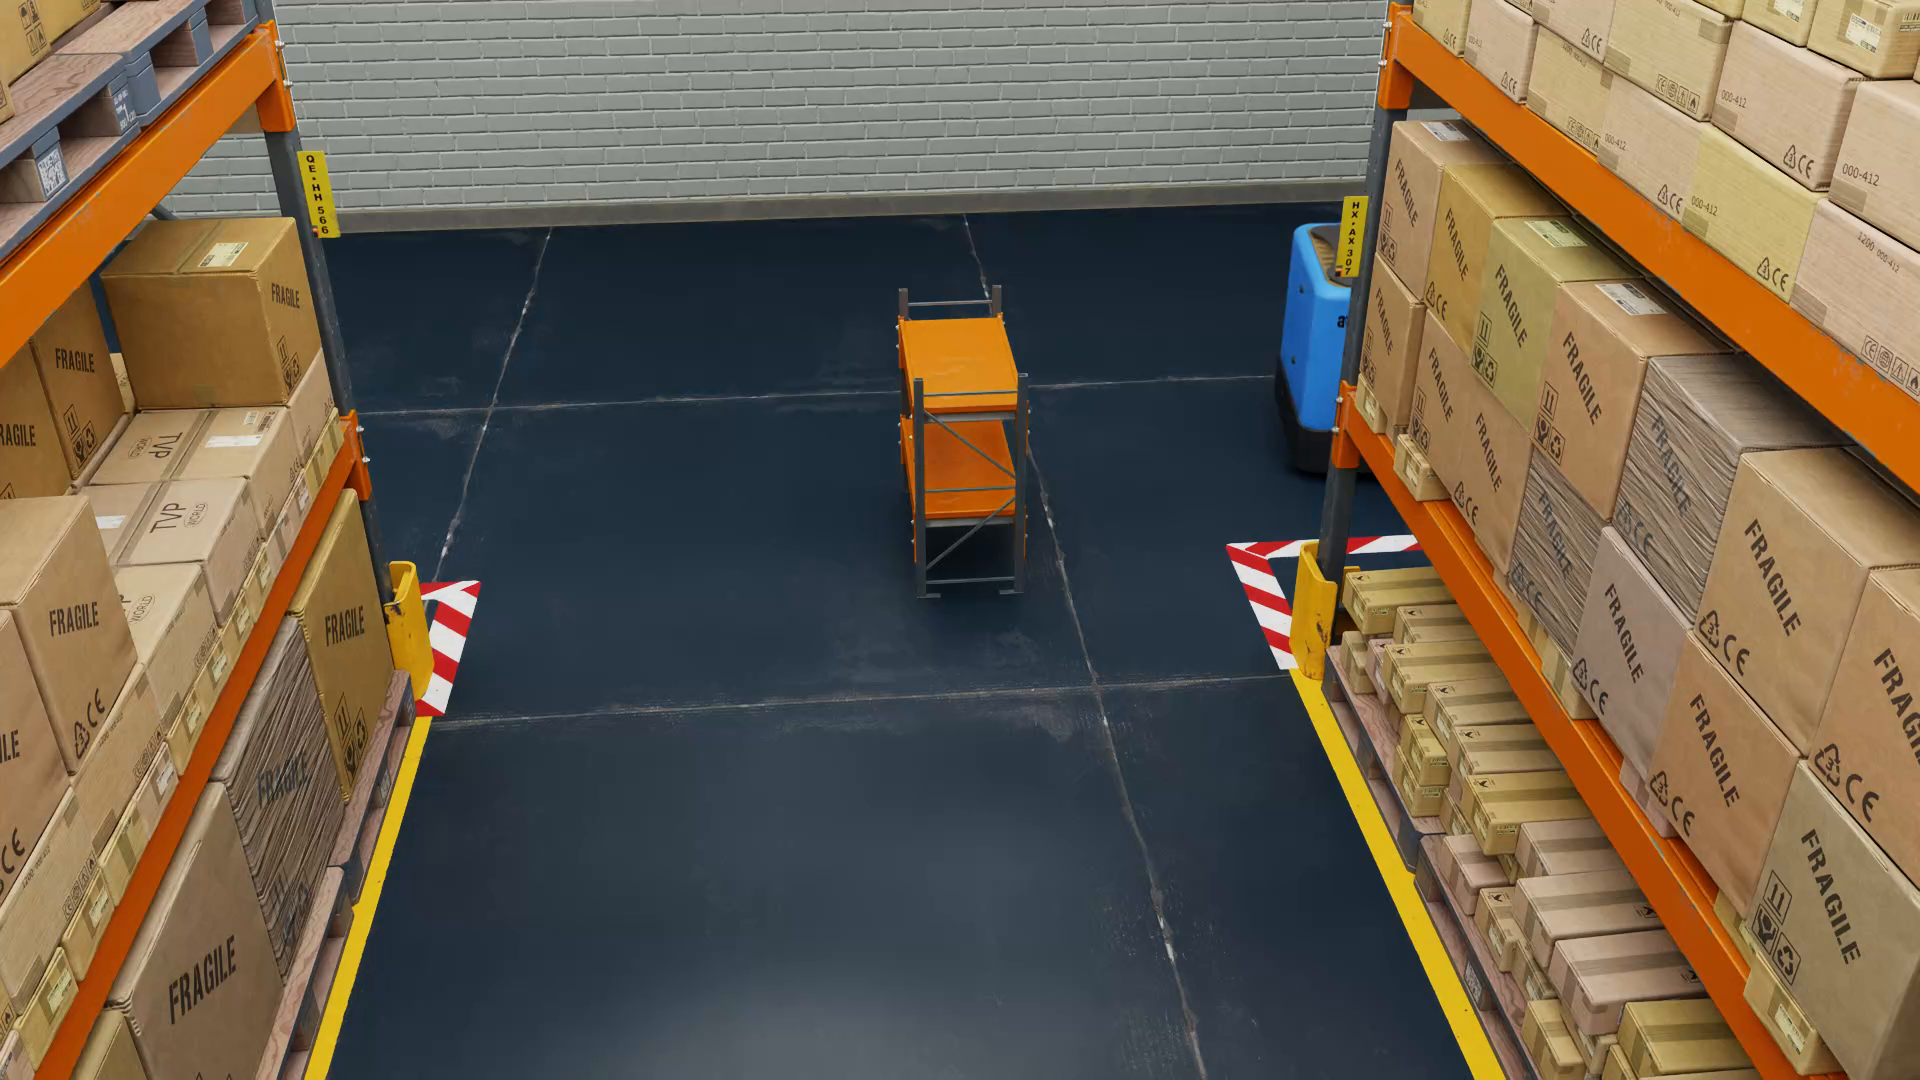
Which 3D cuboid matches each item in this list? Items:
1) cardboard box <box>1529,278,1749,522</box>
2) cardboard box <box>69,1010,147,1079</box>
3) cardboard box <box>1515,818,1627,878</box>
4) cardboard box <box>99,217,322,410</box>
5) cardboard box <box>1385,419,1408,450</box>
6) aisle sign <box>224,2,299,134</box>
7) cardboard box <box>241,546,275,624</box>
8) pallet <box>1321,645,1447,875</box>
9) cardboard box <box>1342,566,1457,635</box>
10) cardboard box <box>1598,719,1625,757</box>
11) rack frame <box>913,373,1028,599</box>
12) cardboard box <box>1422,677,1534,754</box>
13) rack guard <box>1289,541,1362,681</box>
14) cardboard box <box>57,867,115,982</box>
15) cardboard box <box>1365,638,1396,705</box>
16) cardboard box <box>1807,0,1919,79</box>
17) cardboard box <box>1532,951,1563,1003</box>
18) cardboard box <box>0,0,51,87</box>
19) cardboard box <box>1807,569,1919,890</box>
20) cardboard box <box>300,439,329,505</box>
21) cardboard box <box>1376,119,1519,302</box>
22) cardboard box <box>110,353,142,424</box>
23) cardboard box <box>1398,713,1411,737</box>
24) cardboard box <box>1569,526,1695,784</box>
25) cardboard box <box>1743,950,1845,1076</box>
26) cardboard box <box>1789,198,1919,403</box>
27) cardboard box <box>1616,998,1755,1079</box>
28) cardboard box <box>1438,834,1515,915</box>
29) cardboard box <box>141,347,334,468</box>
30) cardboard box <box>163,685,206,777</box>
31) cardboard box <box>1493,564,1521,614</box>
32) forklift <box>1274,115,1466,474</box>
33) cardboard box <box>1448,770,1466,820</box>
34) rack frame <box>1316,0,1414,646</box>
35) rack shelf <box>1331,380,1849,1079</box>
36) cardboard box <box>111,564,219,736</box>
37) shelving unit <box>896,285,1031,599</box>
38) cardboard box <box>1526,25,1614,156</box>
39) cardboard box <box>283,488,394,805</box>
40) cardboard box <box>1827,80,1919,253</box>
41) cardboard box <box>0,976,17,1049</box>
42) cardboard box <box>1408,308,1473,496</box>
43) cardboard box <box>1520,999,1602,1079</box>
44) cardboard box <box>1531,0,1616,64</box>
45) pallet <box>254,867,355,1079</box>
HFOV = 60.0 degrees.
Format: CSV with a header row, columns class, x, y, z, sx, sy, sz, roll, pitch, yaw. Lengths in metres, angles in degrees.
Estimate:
class,x,y,z,sx,sy,sz,roll,pitch,yaw
cardboard box,1.970,-0.403,4.636,0.500,0.500,0.500,-4,31,-6
cardboard box,-2.495,1.791,3.989,0.875,0.875,0.875,-3,31,-5
cardboard box,2.033,1.038,5.377,0.380,0.149,0.250,-3,31,-4
cardboard box,-2.580,-0.792,5.775,0.500,0.500,0.500,-2,31,-4
cardboard box,1.830,-0.412,6.259,0.380,0.149,0.250,-2,31,-3
aisle sign,-2.595,-1.810,5.819,0.394,0.787,0.004,-3,31,-5
cardboard box,-2.429,0.153,5.314,0.380,0.149,0.250,-3,31,-6
pallet,2.109,0.824,6.665,1.003,0.211,1.213,-3,31,-5
cardboard box,1.772,0.243,6.708,0.380,0.149,0.250,-4,31,-7
cardboard box,2.052,0.519,4.701,0.380,0.149,0.250,-3,31,-5
rack frame,0.047,-0.227,7.533,0.500,1.125,0.032,-3,31,-5
cardboard box,1.919,0.636,6.051,0.380,0.149,0.250,-4,31,-7
rack guard,2.068,0.283,7.288,1.175,0.500,0.348,-3,31,-5
cardboard box,-2.286,0.938,4.000,0.380,0.149,0.250,-4,31,-6
cardboard box,1.824,0.510,6.552,0.380,0.149,0.250,-3,31,-5
cardboard box,2.028,-1.074,3.468,0.380,0.149,0.250,-4,31,-7
cardboard box,2.034,1.311,5.211,0.380,0.149,0.250,-4,31,-7
cardboard box,-2.756,-1.379,4.103,0.700,0.500,0.500,-5,31,-8
cardboard box,2.121,0.387,3.315,0.500,0.500,0.500,-4,31,-6
cardboard box,-2.500,-0.236,5.965,0.380,0.149,0.250,-2,31,-4
cardboard box,1.839,-1.187,5.949,0.500,0.500,0.500,-3,31,-5
cardboard box,-3.111,-0.448,5.931,0.500,0.250,0.500,-4,31,-6
cardboard box,1.927,0.754,6.433,0.380,0.149,0.250,-2,31,-4
cardboard box,2.016,0.290,4.451,0.500,0.500,0.500,-3,31,-5
cardboard box,2.042,1.061,3.794,0.380,0.149,0.250,-4,31,-6
cardboard box,2.085,-0.503,3.388,0.500,0.250,0.500,-3,31,-5
cardboard box,2.102,1.441,4.702,0.380,0.149,0.250,-2,31,-3
cardboard box,1.897,1.147,5.775,0.380,0.149,0.250,-4,31,-7
cardboard box,-2.577,-0.471,5.970,0.500,0.250,0.500,-3,31,-5
cardboard box,-2.357,0.545,4.658,0.380,0.149,0.250,-4,31,-6
cardboard box,1.958,0.121,5.367,0.380,0.149,0.250,-3,31,-6
forklift,3.291,-1.787,8.383,3.031,2.935,1.130,1,31,2
cardboard box,1.970,0.898,5.903,0.380,0.149,0.250,-4,31,-7
rack frame,2.061,-0.829,6.712,1.000,3.000,0.127,-3,31,-5
rack shelf,2.248,0.501,5.187,1.077,0.370,4.000,-3,31,-5
cardboard box,-2.430,0.313,4.656,0.500,0.250,0.500,-3,31,-4
shelving unit,-0.001,-0.486,7.967,0.538,1.125,1.048,-3,31,-5
cardboard box,1.954,-1.279,4.687,0.500,0.250,0.500,-4,31,-6
cardboard box,-2.747,0.412,6.297,0.875,0.875,0.875,-3,31,-5
cardboard box,2.101,-0.714,3.254,0.500,0.250,0.500,-4,31,-7
cardboard box,-2.296,1.084,3.366,0.500,0.250,0.500,-3,31,-5
cardboard box,1.903,-0.485,5.749,0.500,0.500,0.500,-3,31,-4
cardboard box,1.962,1.545,5.109,0.380,0.149,0.250,-3,31,-5
cardboard box,1.928,-1.505,4.578,0.500,0.250,0.500,-2,31,-4
pallet,-2.623,1.581,5.398,1.003,0.211,1.213,-3,31,-5
